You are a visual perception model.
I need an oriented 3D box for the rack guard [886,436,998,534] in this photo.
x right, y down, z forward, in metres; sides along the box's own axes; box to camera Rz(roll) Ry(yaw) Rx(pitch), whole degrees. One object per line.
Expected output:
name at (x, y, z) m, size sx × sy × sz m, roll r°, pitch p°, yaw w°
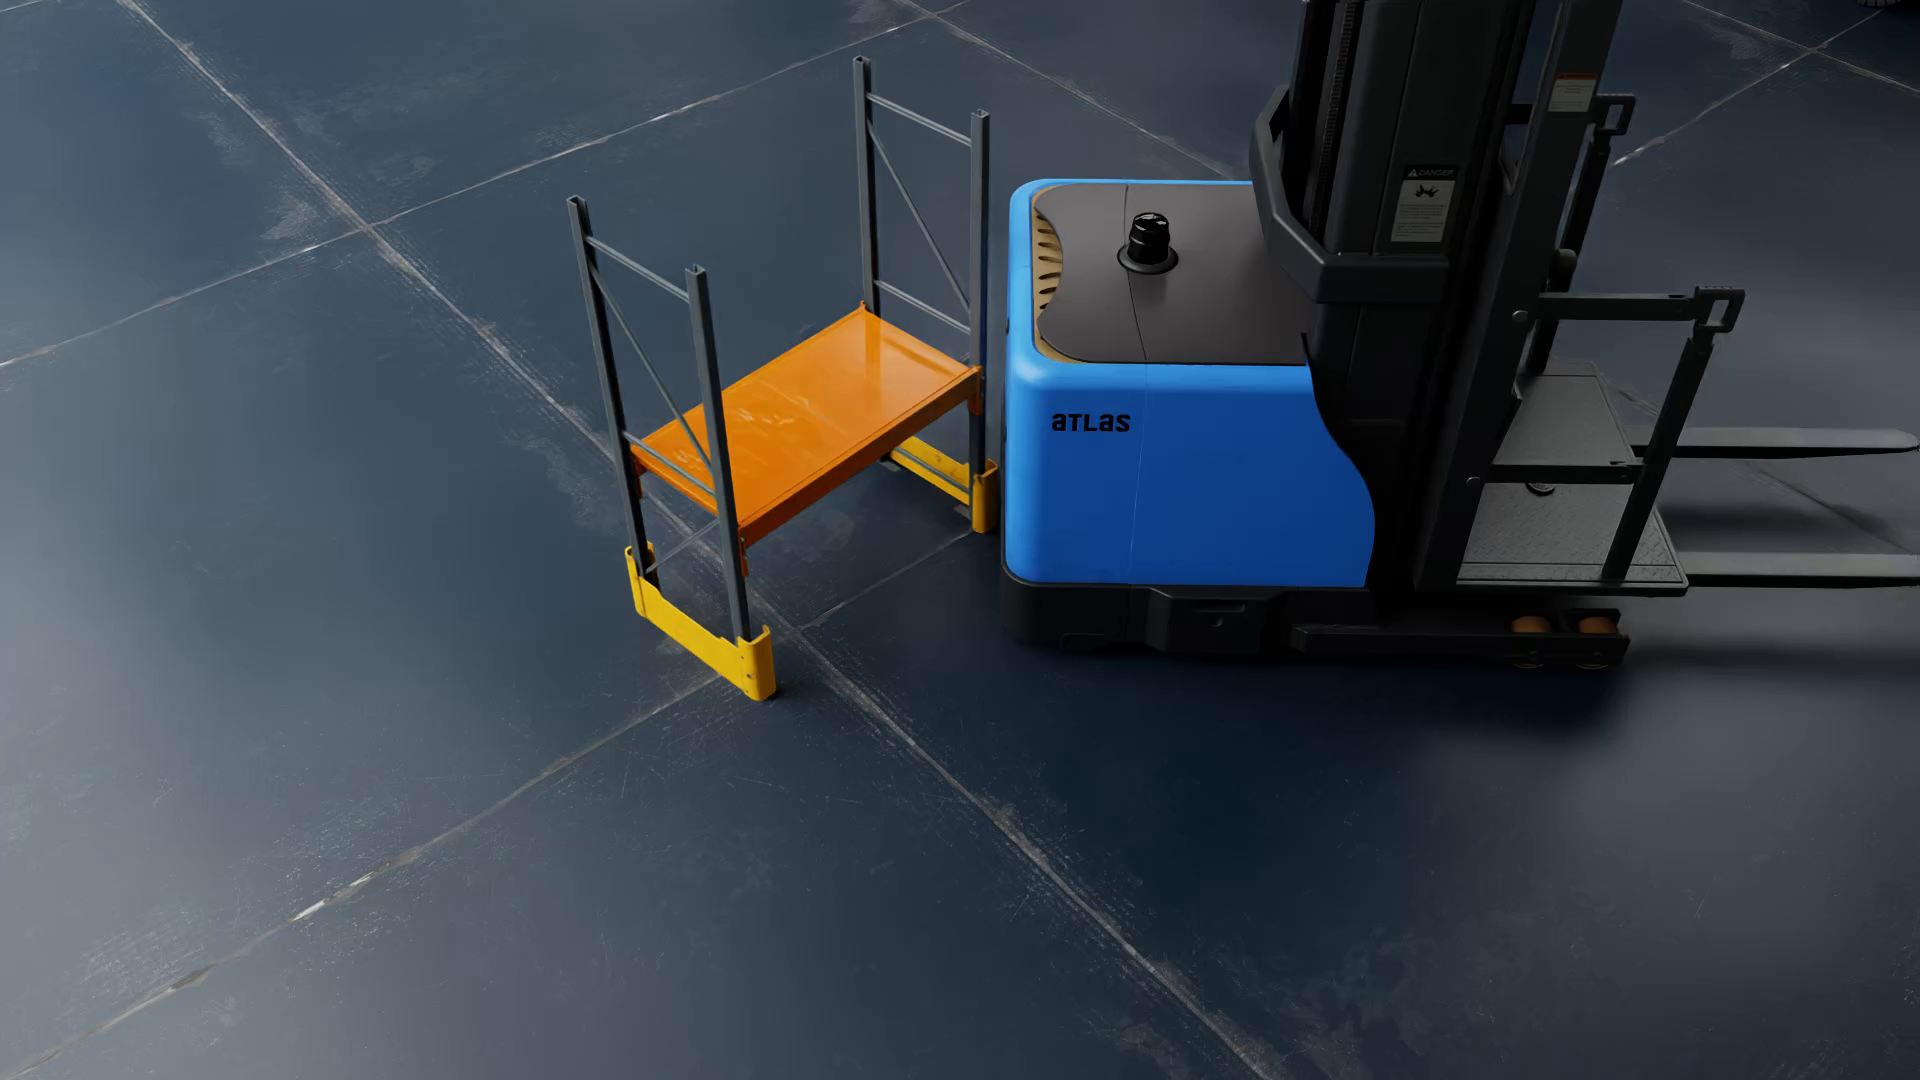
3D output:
rack guard at (-0.113, -0.262, 5.569) m, size 0.587 × 0.250 × 0.087 m, roll 32°, pitch 52°, yaw 30°

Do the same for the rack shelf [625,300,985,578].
rack shelf at (-0.456, -0.331, 4.992) m, size 0.538 × 0.185 × 1.000 m, roll 32°, pitch 52°, yaw 30°

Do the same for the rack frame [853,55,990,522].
rack frame at (-0.113, -0.718, 5.142) m, size 0.500 × 1.500 × 0.032 m, roll 32°, pitch 52°, yaw 30°

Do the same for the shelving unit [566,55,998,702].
shelving unit at (-0.450, -0.466, 4.874) m, size 0.587 × 1.500 × 1.083 m, roll 32°, pitch 52°, yaw 30°

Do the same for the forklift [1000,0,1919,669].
forklift at (1.647, -1.046, 4.446) m, size 3.031 × 2.935 × 1.130 m, roll 1°, pitch 43°, yaw 1°

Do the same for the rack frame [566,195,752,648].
rack frame at (-0.800, -0.205, 4.596) m, size 0.500 × 1.500 × 0.032 m, roll 32°, pitch 52°, yaw 30°

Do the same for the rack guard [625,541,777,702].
rack guard at (-0.787, 0.240, 5.034) m, size 0.587 × 0.250 × 0.087 m, roll 32°, pitch 52°, yaw 30°
